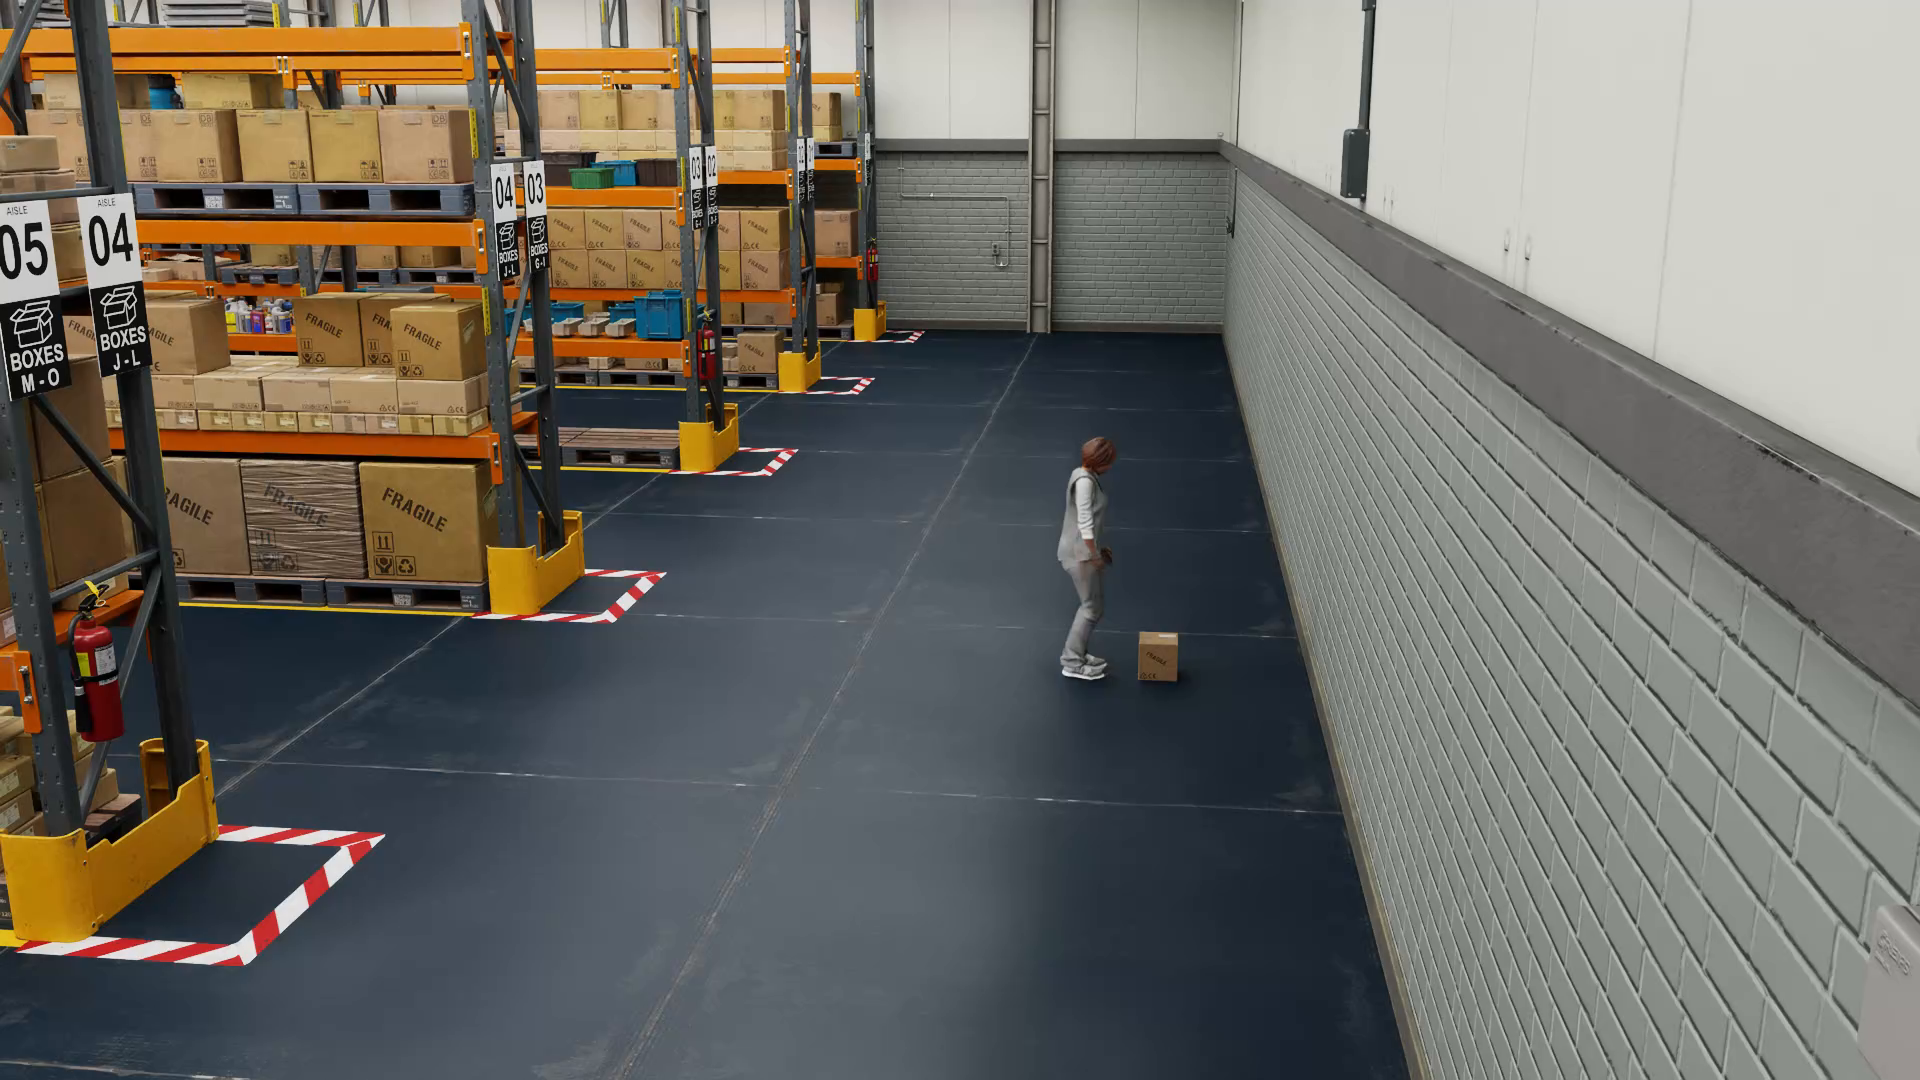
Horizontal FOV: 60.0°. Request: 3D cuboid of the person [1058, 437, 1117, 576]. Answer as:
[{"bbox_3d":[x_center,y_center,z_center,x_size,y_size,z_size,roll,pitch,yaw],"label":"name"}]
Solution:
[{"bbox_3d":[0.812,-0.216,10.621,0.368,0.870,0.423,2,15,8],"label":"person"}]
